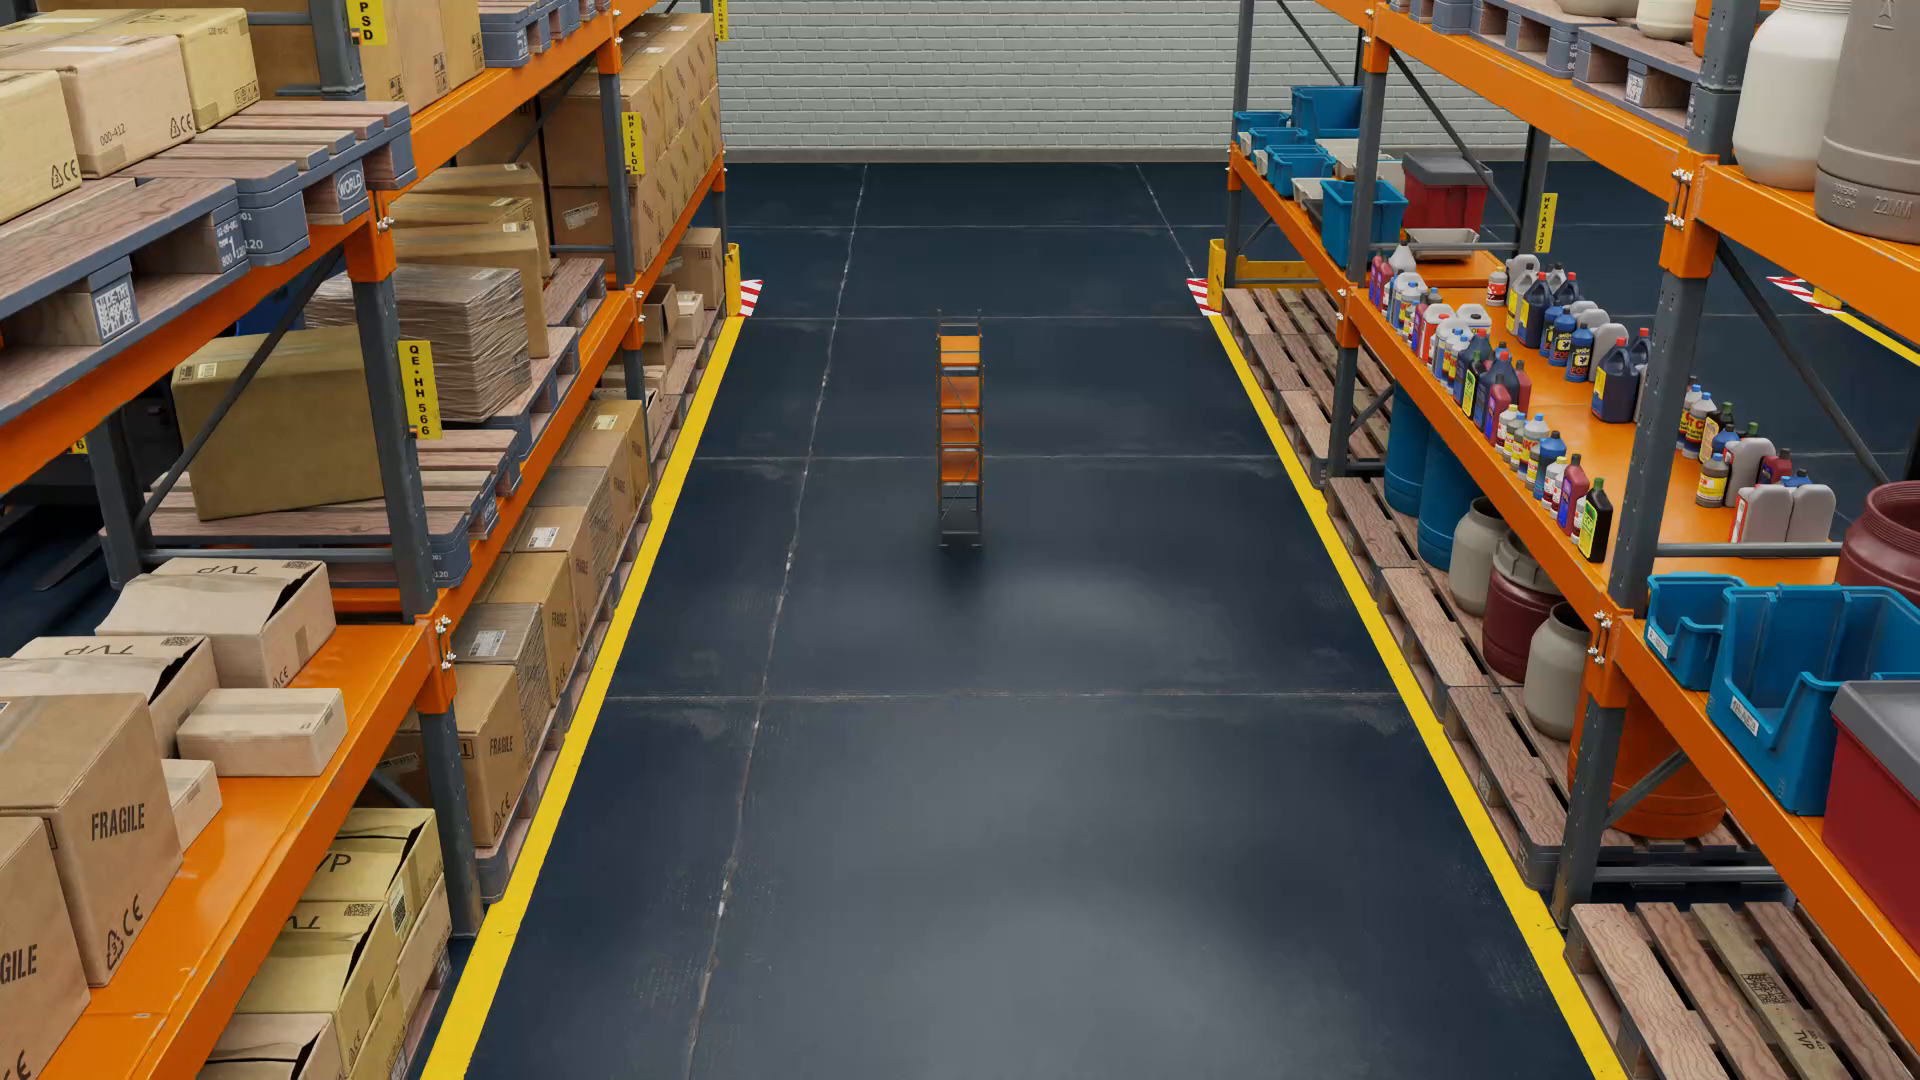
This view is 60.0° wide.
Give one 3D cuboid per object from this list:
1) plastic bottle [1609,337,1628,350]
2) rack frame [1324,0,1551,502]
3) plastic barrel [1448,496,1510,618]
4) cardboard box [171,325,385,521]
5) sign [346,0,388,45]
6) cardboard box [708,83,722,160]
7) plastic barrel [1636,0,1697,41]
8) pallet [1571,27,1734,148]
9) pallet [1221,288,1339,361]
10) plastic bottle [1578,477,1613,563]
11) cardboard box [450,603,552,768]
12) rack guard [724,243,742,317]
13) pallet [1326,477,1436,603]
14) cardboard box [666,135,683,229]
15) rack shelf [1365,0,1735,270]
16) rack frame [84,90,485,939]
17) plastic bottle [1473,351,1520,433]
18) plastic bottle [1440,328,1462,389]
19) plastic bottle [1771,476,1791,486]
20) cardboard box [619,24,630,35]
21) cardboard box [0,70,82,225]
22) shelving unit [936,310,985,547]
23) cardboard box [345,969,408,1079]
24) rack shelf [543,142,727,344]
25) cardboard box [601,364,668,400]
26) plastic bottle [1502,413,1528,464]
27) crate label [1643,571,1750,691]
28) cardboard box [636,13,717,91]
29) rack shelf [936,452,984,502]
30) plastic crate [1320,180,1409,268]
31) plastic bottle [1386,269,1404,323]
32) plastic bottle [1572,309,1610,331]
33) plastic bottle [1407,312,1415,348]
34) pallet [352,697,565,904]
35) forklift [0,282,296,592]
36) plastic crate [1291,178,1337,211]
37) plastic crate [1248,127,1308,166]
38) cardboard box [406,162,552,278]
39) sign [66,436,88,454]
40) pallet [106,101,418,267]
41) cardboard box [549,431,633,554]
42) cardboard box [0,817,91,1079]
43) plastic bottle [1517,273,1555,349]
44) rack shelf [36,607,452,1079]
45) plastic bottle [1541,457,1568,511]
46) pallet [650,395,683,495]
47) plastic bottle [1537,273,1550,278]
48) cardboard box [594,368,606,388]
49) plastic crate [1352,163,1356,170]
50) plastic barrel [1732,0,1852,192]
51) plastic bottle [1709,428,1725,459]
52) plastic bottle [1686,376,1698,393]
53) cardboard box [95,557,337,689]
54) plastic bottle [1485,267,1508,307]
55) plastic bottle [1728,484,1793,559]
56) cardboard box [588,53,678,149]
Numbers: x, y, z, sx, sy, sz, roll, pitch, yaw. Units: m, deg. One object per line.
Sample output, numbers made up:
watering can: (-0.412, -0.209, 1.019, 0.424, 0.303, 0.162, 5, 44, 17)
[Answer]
plastic bottle: (2.961, -0.777, 7.484, 0.097, 0.271, 0.097, 0, 24, 0)
rack frame: (2.651, -1.609, 9.167, 1.000, 3.000, 0.127, 0, 24, -1)
plastic barrel: (2.565, 0.082, 7.937, 0.421, 0.512, 0.421, 0, 24, 0)
cardboard box: (-2.378, -0.436, 5.943, 0.700, 0.500, 0.500, -9, 26, -18)
sign: (-1.703, -1.577, 4.734, 0.100, 0.325, 0.005, 0, 24, -1)
cardboard box: (-2.068, -3.099, 12.340, 0.500, 0.500, 0.500, 0, 24, 1)
plastic barrel: (2.537, -1.897, 5.822, 0.301, 0.262, 0.301, 0, 24, 0)
pallet: (2.784, -1.557, 5.642, 1.003, 0.211, 1.213, 0, 24, -1)
pallet: (2.578, -1.647, 12.634, 1.003, 0.211, 1.213, 0, 24, -1)
plastic bottle: (2.264, -0.072, 5.911, 0.061, 0.283, 0.133, 0, 24, -1)
cardboard box: (-1.989, 0.594, 6.796, 0.500, 0.500, 0.500, -1, 24, -2)
rack guard: (-2.345, -2.066, 13.212, 1.175, 0.500, 0.348, 0, 24, -1)
pallet: (2.618, -0.020, 9.038, 1.003, 0.211, 1.213, 0, 24, -1)
cardboard box: (-2.047, -2.262, 10.490, 0.500, 0.500, 0.500, 0, 24, -1)
rack shelf: (2.673, -1.824, 6.875, 1.077, 0.370, 4.000, 0, 24, -1)
rack frame: (-2.258, 0.060, 5.477, 1.000, 3.000, 0.127, 0, 24, -1)
plastic bottle: (2.291, -0.640, 7.084, 0.144, 0.351, 0.185, 0, 24, -1)
plastic bottle: (2.262, -0.833, 7.607, 0.097, 0.271, 0.097, 0, 24, 0)
plastic bottle: (3.038, -0.138, 6.156, 0.097, 0.201, 0.097, 0, 24, 0)
cardboard box: (-2.591, -3.338, 11.656, 0.500, 0.500, 0.500, 0, 24, 0)
cardboard box: (-2.178, -0.791, 3.392, 0.500, 0.250, 0.500, -1, 24, -2)
shelving unit: (-0.002, -0.615, 9.154, 0.258, 1.200, 0.503, 0, 24, -1)
cardboard box: (-1.999, 1.550, 5.011, 0.500, 0.250, 0.500, -1, 24, -1)
rack shelf: (-2.324, -2.084, 11.092, 1.077, 0.370, 4.000, 0, 24, -1)
cardboard box: (-2.110, -1.028, 10.787, 0.380, 0.166, 0.250, 0, 24, -1)
plastic bottle: (2.272, -0.418, 6.776, 0.097, 0.201, 0.097, 0, 24, 0)
crate label: (2.325, 0.291, 5.170, 0.303, 0.233, 0.416, 0, 24, -1)
cardboard box: (-2.066, -3.555, 12.136, 0.500, 0.500, 0.500, 0, 24, -1)
rack shelf: (-0.002, -0.373, 9.263, 0.258, 0.148, 0.480, 0, 24, -1)
plastic crate: (2.305, -1.820, 9.580, 0.392, 0.384, 0.575, 0, 24, -1)
plastic bottle: (2.251, -1.255, 8.540, 0.097, 0.271, 0.097, 0, 24, 0)
plastic bottle: (2.990, -0.978, 7.922, 0.152, 0.276, 0.135, 0, 24, -1)
plastic bottle: (2.255, -1.047, 8.166, 0.097, 0.201, 0.097, 0, 24, 0)
pallet: (-2.229, 1.023, 6.732, 1.003, 0.211, 1.213, 0, 24, -1)
forklift: (-4.794, -1.510, 9.033, 1.130, 2.935, 3.031, 1, 24, 1)
plastic crate: (2.332, -2.232, 10.793, 0.293, 0.136, 0.466, 0, 24, -1)
plastic crate: (2.288, -2.834, 12.006, 0.416, 0.233, 0.300, 0, 24, -1)
cardboard box: (-2.520, -1.629, 8.580, 0.700, 0.500, 0.500, -9, 26, -18)
sign: (-2.801, -0.425, 5.241, 0.100, 0.325, 0.005, 0, 24, -1)
pallet: (-2.161, -0.941, 4.280, 1.213, 0.211, 1.003, 1, 24, 2)
cardboard box: (-2.013, -0.244, 8.649, 0.500, 0.500, 0.500, 0, 24, 0)
cardboard box: (-2.218, 0.923, 3.448, 0.500, 0.500, 0.500, 0, 24, 0)
plastic bottle: (2.846, -1.132, 8.173, 0.144, 0.351, 0.185, 0, 24, -1)
rack shelf: (-2.236, 1.212, 3.803, 1.077, 0.370, 4.000, 0, 24, -1)
plastic bottle: (2.277, -0.218, 6.332, 0.097, 0.201, 0.097, 0, 24, 0)
pallet: (-2.308, -0.600, 10.322, 1.003, 0.211, 1.213, 0, 24, -1)
plastic bottle: (2.983, -1.241, 8.504, 0.152, 0.276, 0.135, 0, 24, -1)
cardboard box: (-2.600, -1.106, 10.784, 0.500, 0.311, 0.500, 0, 24, -1)
plastic crate: (2.835, -2.473, 11.325, 0.298, 0.136, 0.250, 0, 24, -1)
plastic barrel: (2.392, -1.249, 4.596, 0.421, 0.512, 0.421, 0, 24, 0)
plastic bottle: (3.033, -0.343, 6.610, 0.097, 0.201, 0.097, 0, 24, 0)
plastic bottle: (3.046, -0.564, 6.998, 0.061, 0.283, 0.133, 0, 24, -1)
cardboard box: (-2.298, 0.251, 5.164, 0.500, 0.311, 0.500, 1, 24, 3)
plastic bottle: (2.854, -1.349, 8.834, 0.097, 0.201, 0.097, 0, 24, 0)
plastic bottle: (2.861, -0.083, 5.944, 0.152, 0.276, 0.135, 0, 24, -1)
cardboard box: (-2.037, -2.709, 10.265, 0.500, 0.500, 0.500, -1, 24, -2)
